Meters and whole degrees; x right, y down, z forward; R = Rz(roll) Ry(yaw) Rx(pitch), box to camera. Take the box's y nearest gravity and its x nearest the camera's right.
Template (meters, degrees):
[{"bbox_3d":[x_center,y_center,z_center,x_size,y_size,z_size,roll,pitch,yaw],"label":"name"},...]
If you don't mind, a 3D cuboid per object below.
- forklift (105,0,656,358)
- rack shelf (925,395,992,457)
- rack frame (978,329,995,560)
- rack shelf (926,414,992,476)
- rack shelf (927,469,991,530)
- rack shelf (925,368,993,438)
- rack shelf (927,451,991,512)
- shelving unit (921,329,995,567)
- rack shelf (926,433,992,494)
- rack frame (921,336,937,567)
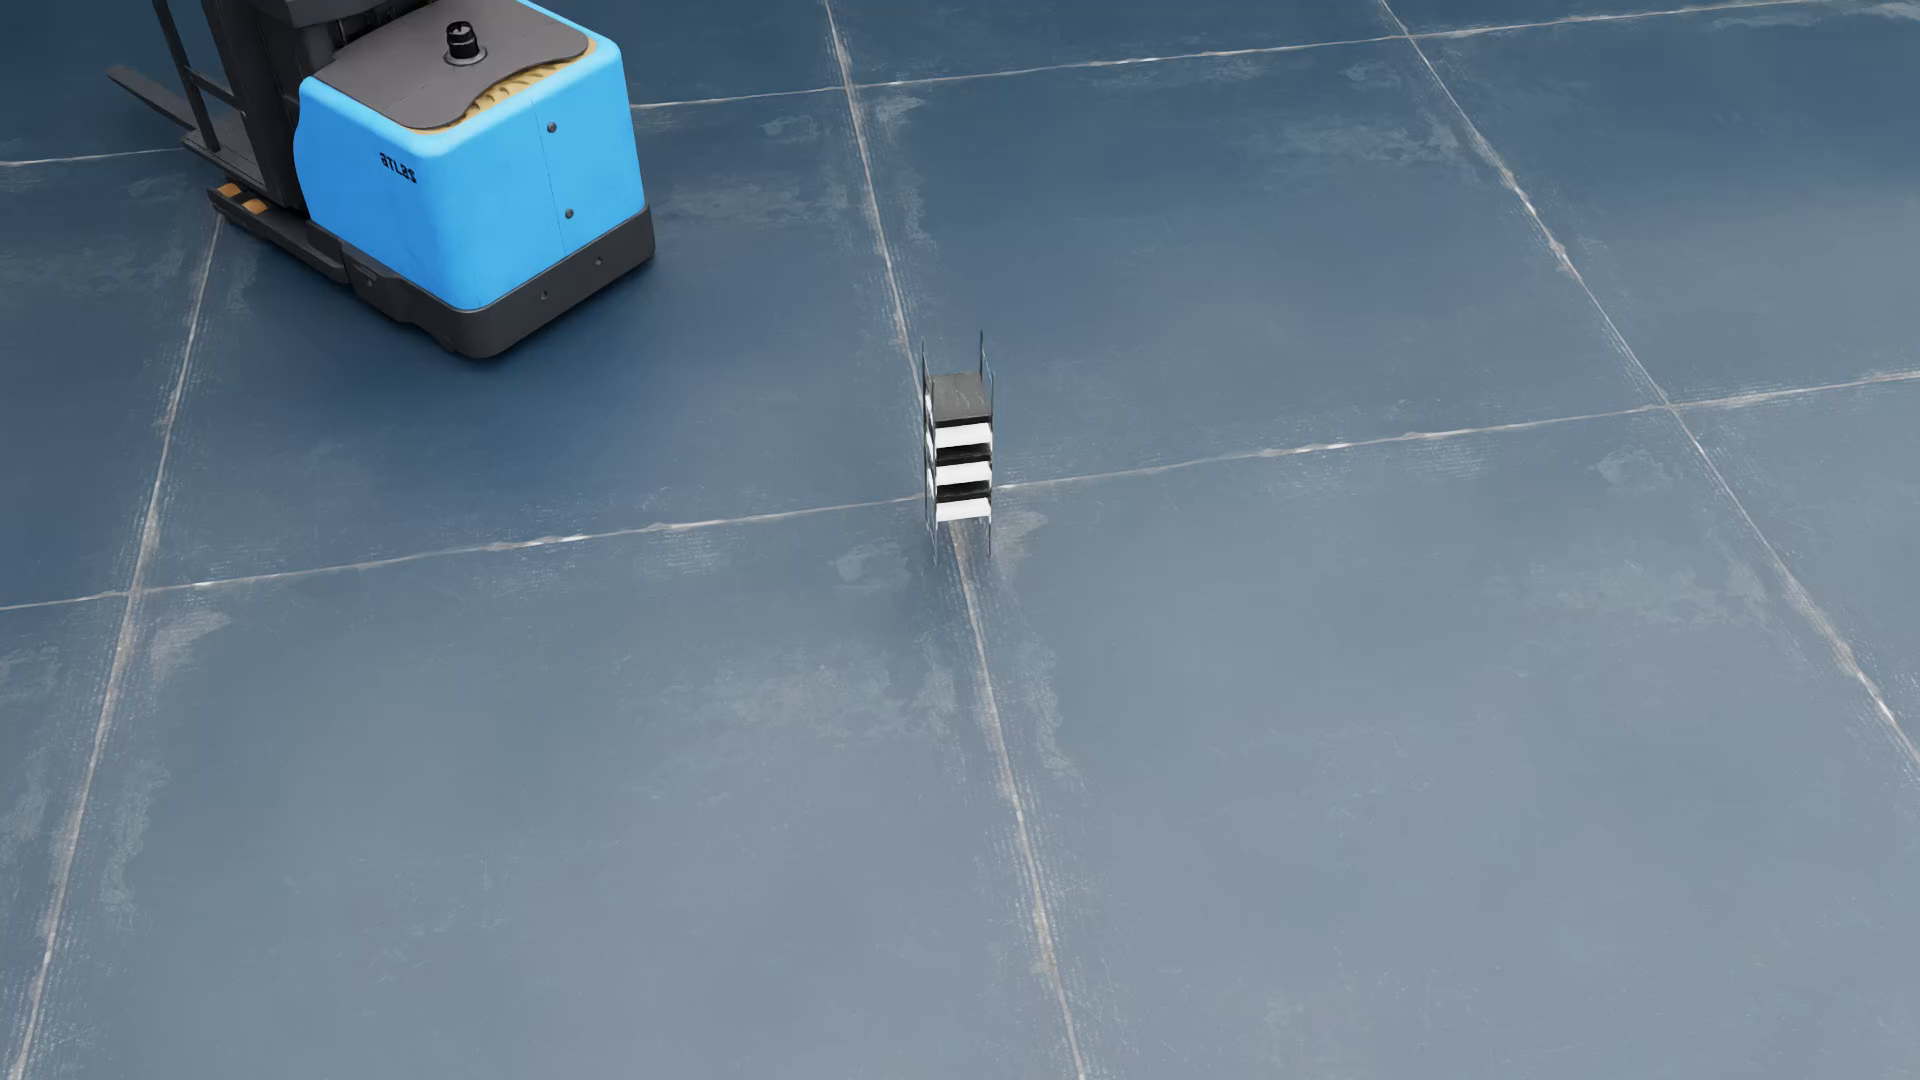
[{"bbox_3d":[-2.815,-2.668,6.786,3.031,2.935,1.130,30,53,26],"label":"forklift"},{"bbox_3d":[-0.008,-0.413,5.819,0.200,0.077,0.258,-7,46,-7],"label":"rack shelf"},{"bbox_3d":[0.092,-0.324,5.937,0.006,0.900,0.240,-7,46,-7],"label":"rack frame"},{"bbox_3d":[-0.008,-0.351,5.884,0.200,0.077,0.258,-7,46,-7],"label":"rack shelf"},{"bbox_3d":[-0.008,-0.163,6.079,0.200,0.077,0.258,-7,46,-7],"label":"rack shelf"},{"bbox_3d":[-0.008,-0.475,5.755,0.200,0.077,0.258,-7,46,-7],"label":"rack shelf"},{"bbox_3d":[-0.008,-0.226,6.014,0.200,0.077,0.258,-7,46,-7],"label":"rack shelf"},{"bbox_3d":[-0.008,-0.311,5.925,0.210,0.900,0.258,-7,46,-7],"label":"shelving unit"},{"bbox_3d":[-0.008,-0.288,5.949,0.200,0.077,0.258,-7,46,-7],"label":"rack shelf"},{"bbox_3d":[-0.108,-0.299,5.913,0.006,0.900,0.240,-7,46,-7],"label":"rack frame"}]
